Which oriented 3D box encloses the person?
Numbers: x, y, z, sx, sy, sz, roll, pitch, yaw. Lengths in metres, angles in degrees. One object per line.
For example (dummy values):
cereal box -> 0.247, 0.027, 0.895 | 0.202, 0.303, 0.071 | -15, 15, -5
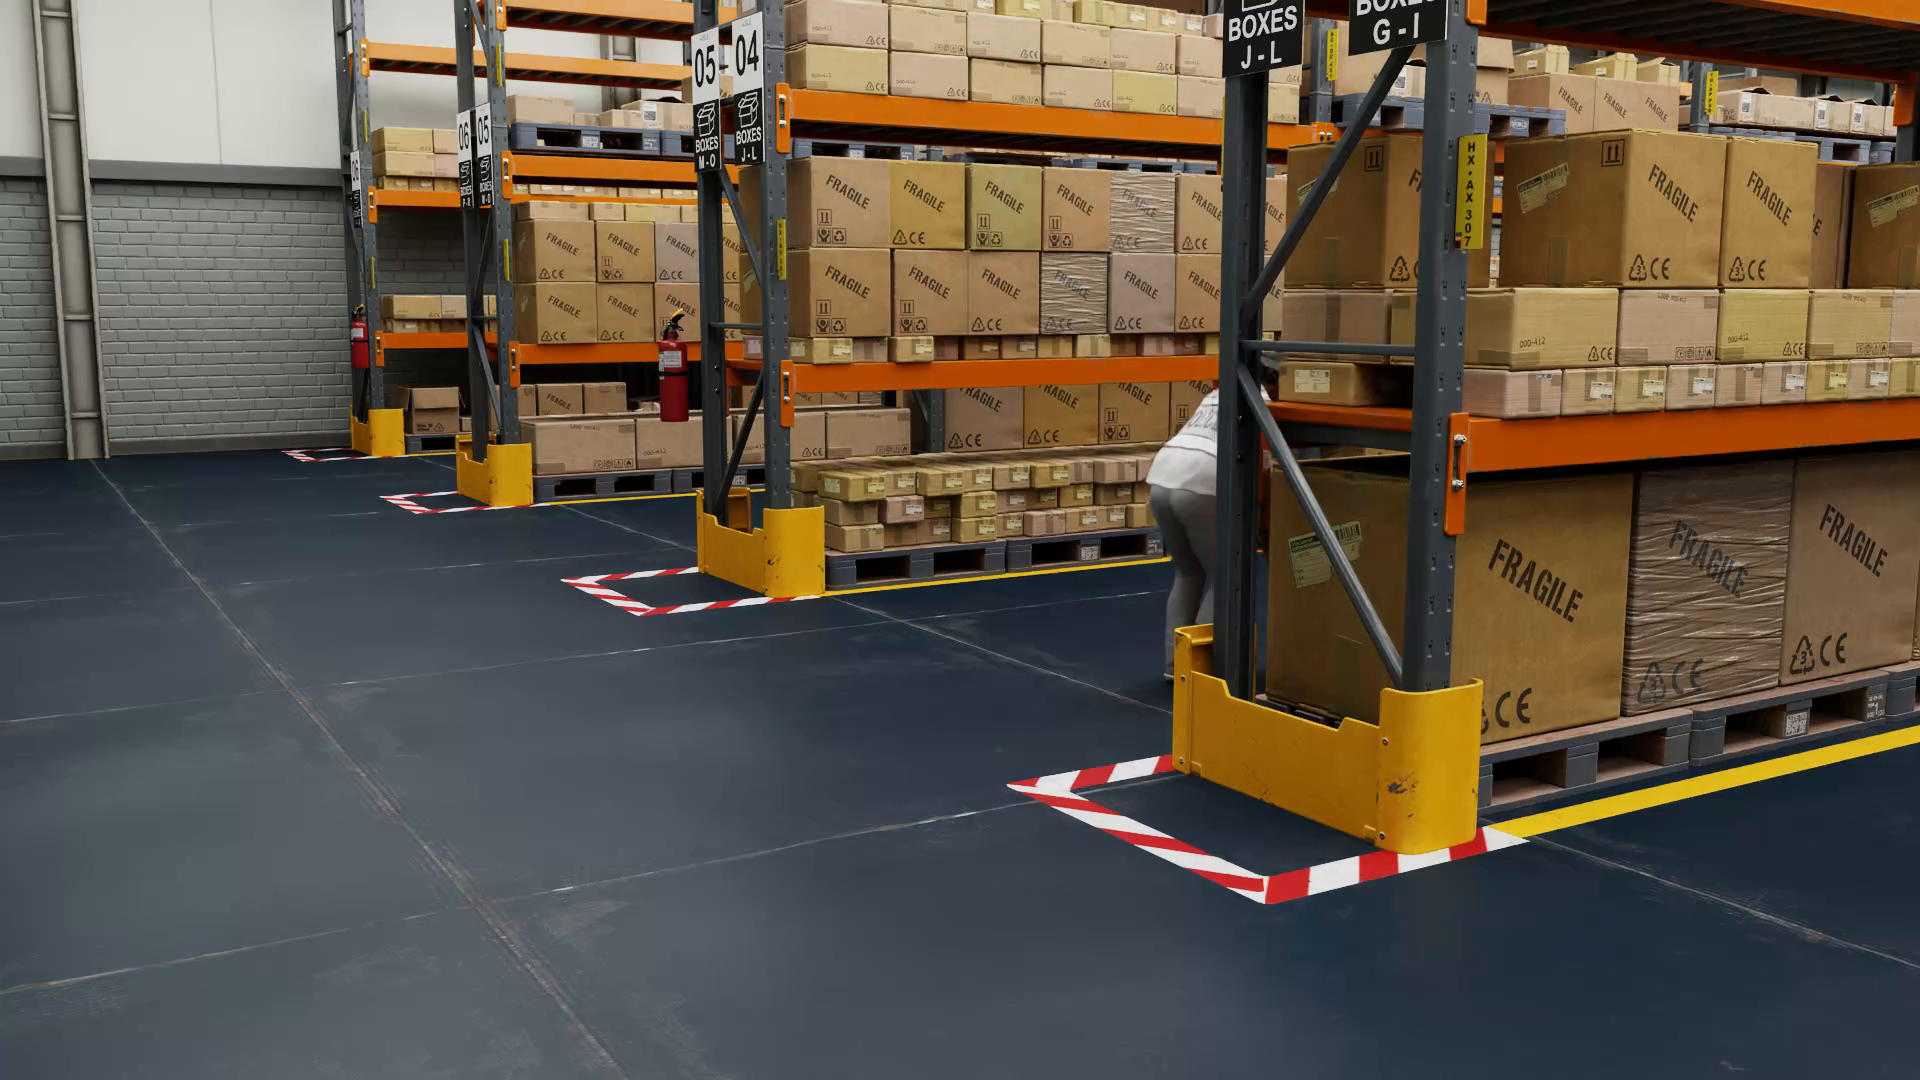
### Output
person -> 1.169, -0.100, 7.230 | 0.779, 1.466, 0.411 | -5, 10, -32
